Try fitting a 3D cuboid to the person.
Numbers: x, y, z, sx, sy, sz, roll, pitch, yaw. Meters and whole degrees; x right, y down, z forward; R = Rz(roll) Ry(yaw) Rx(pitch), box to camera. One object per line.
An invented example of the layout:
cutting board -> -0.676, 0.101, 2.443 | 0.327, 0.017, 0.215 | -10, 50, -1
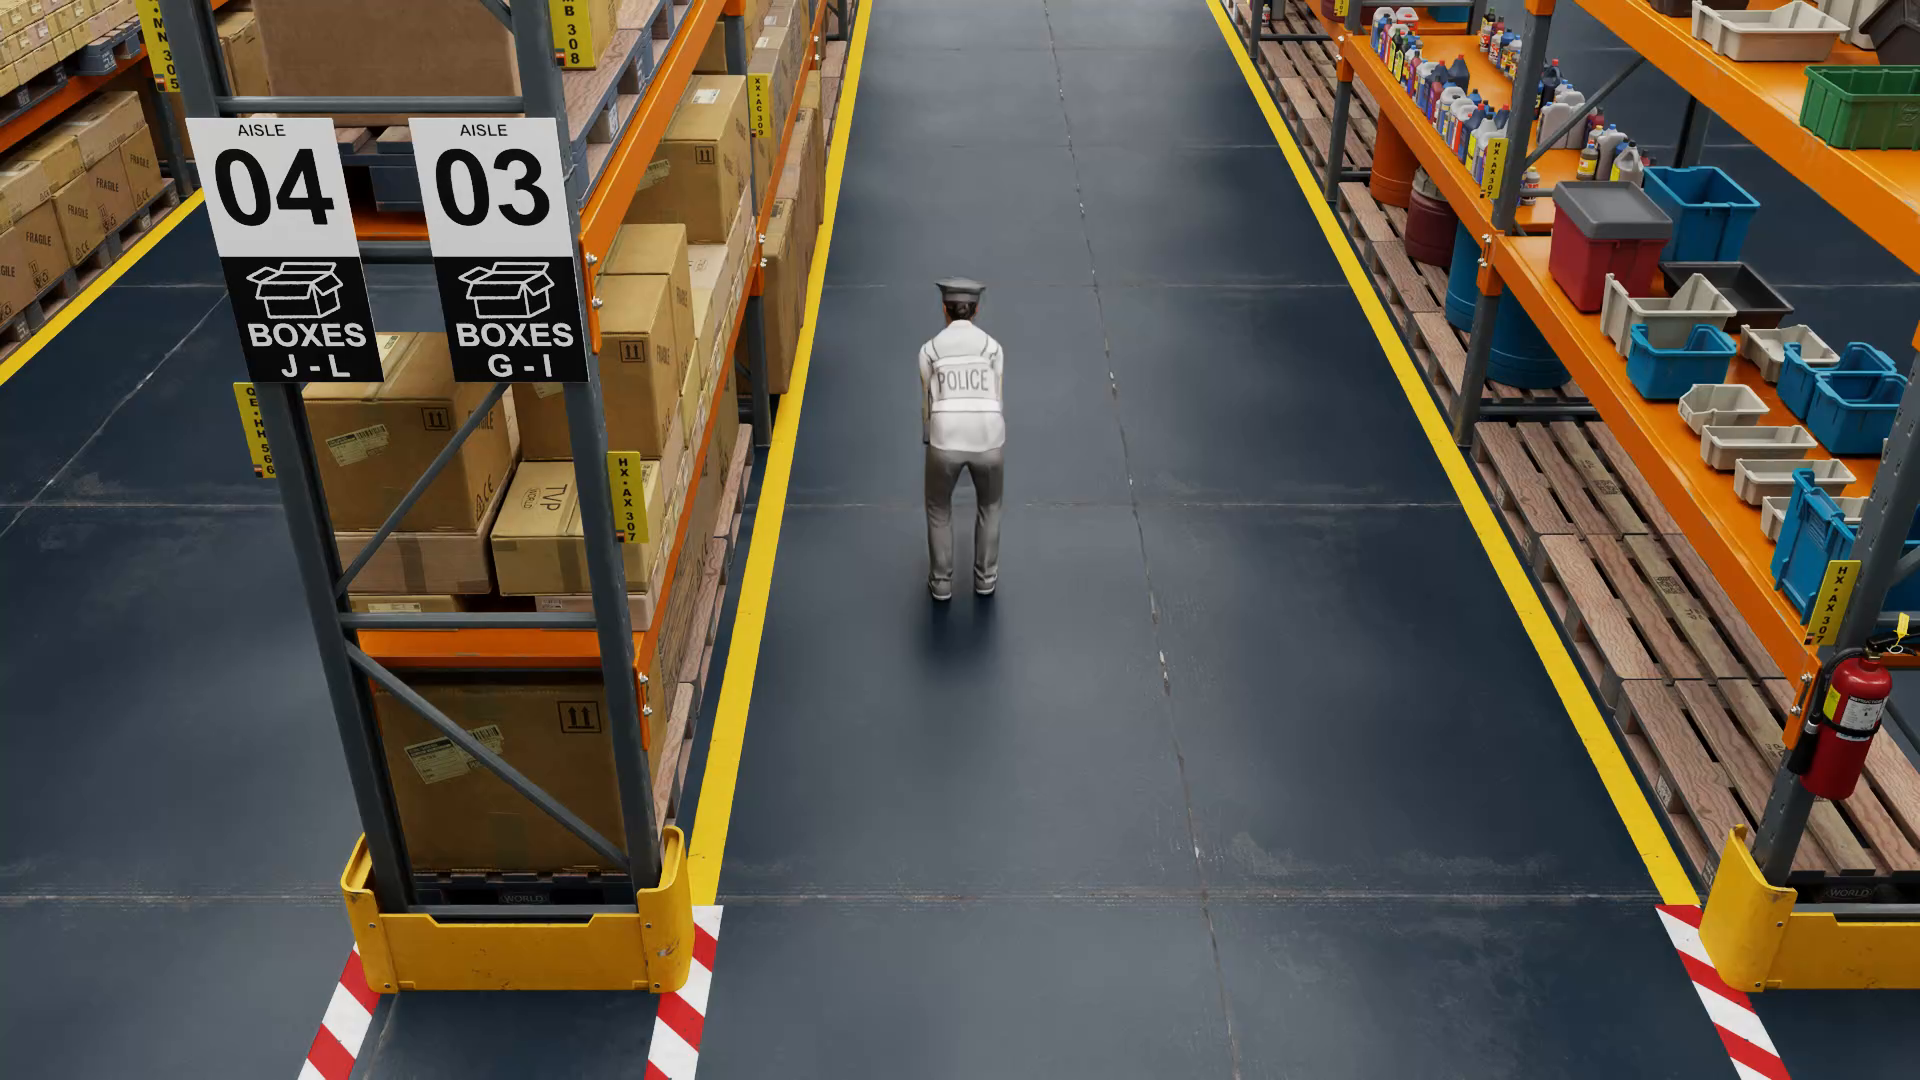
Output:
person -> 0.008, -0.475, 8.039 | 0.405, 1.530, 0.693 | -1, 32, -1
